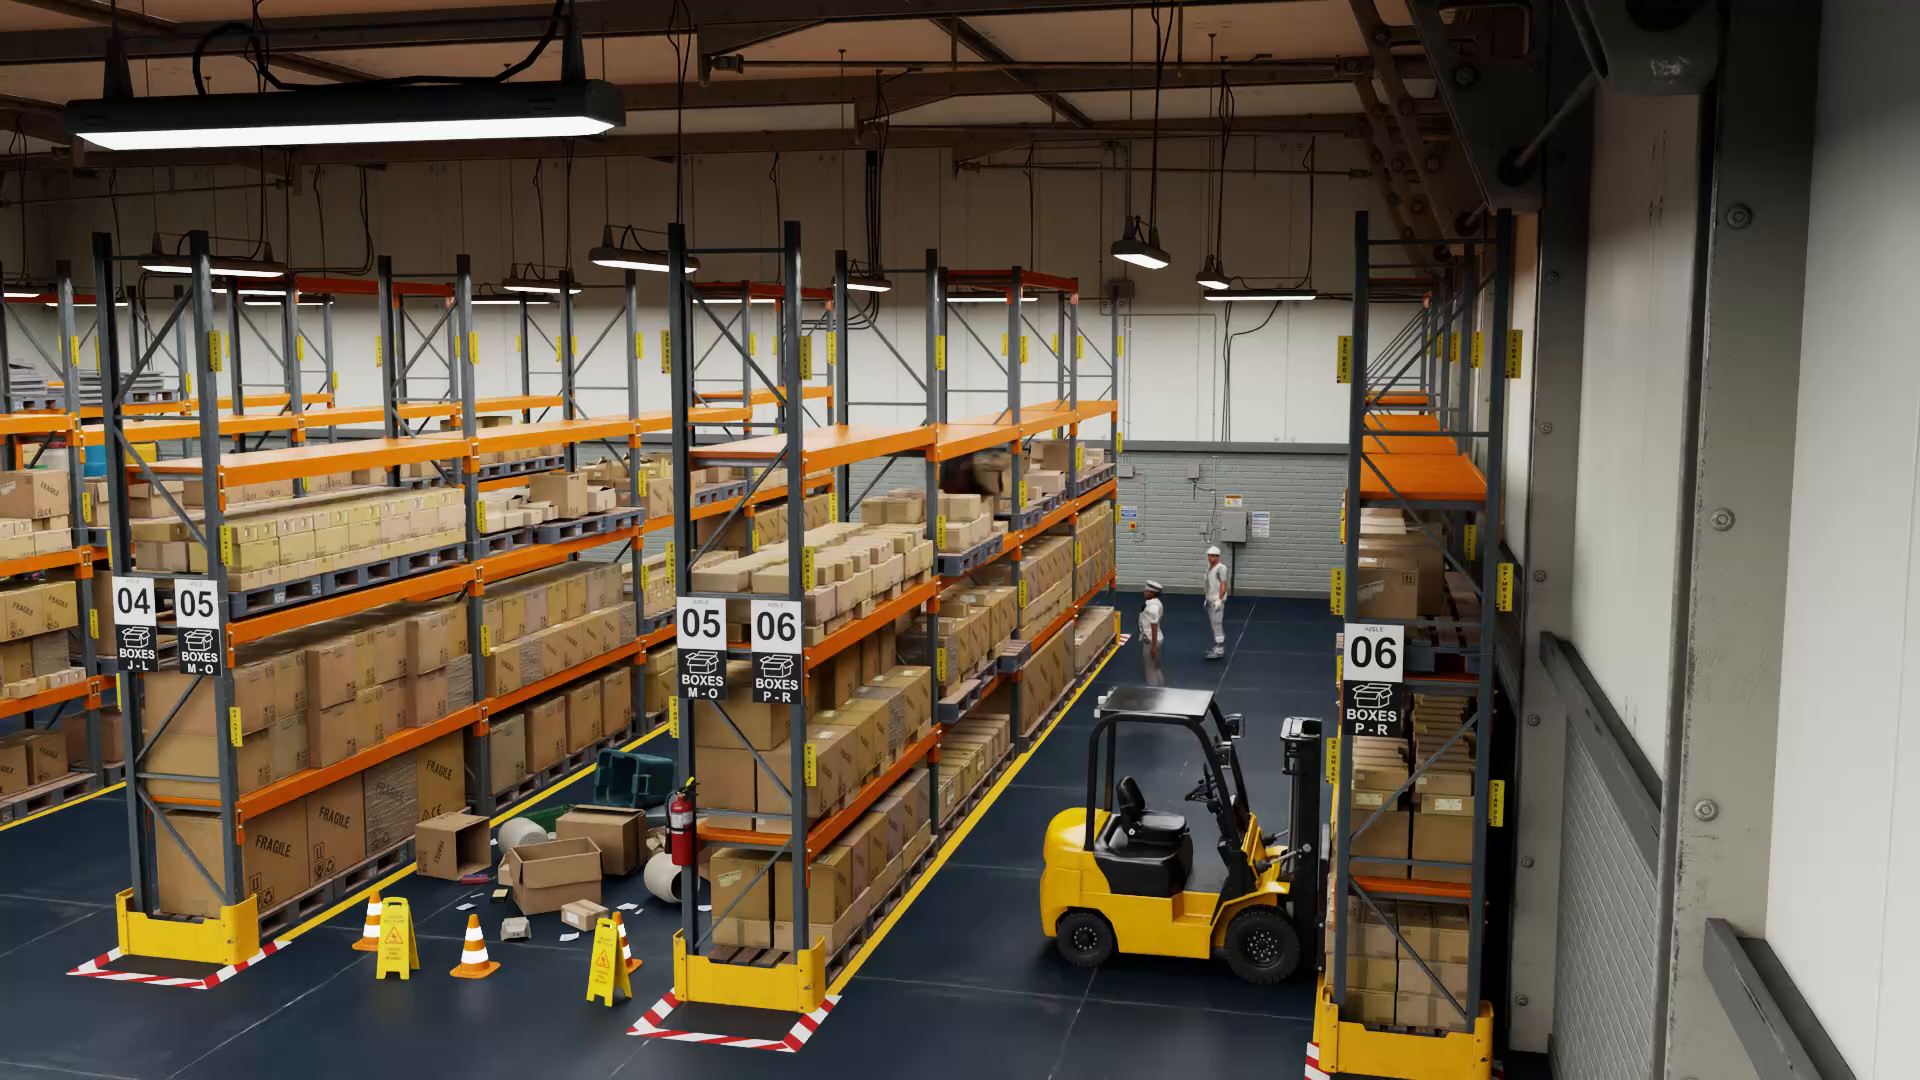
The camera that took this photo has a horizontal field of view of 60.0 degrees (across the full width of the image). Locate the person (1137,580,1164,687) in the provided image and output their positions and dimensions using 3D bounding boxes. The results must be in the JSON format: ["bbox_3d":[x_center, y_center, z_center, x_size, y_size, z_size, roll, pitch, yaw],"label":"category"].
[{"bbox_3d":[2.518,1.365,21.926,0.367,1.694,0.524,2,7,18],"label":"person"}]

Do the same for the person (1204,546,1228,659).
[{"bbox_3d":[4.117,0.997,26.842,0.344,1.789,0.573,-1,7,-9],"label":"person"}]
